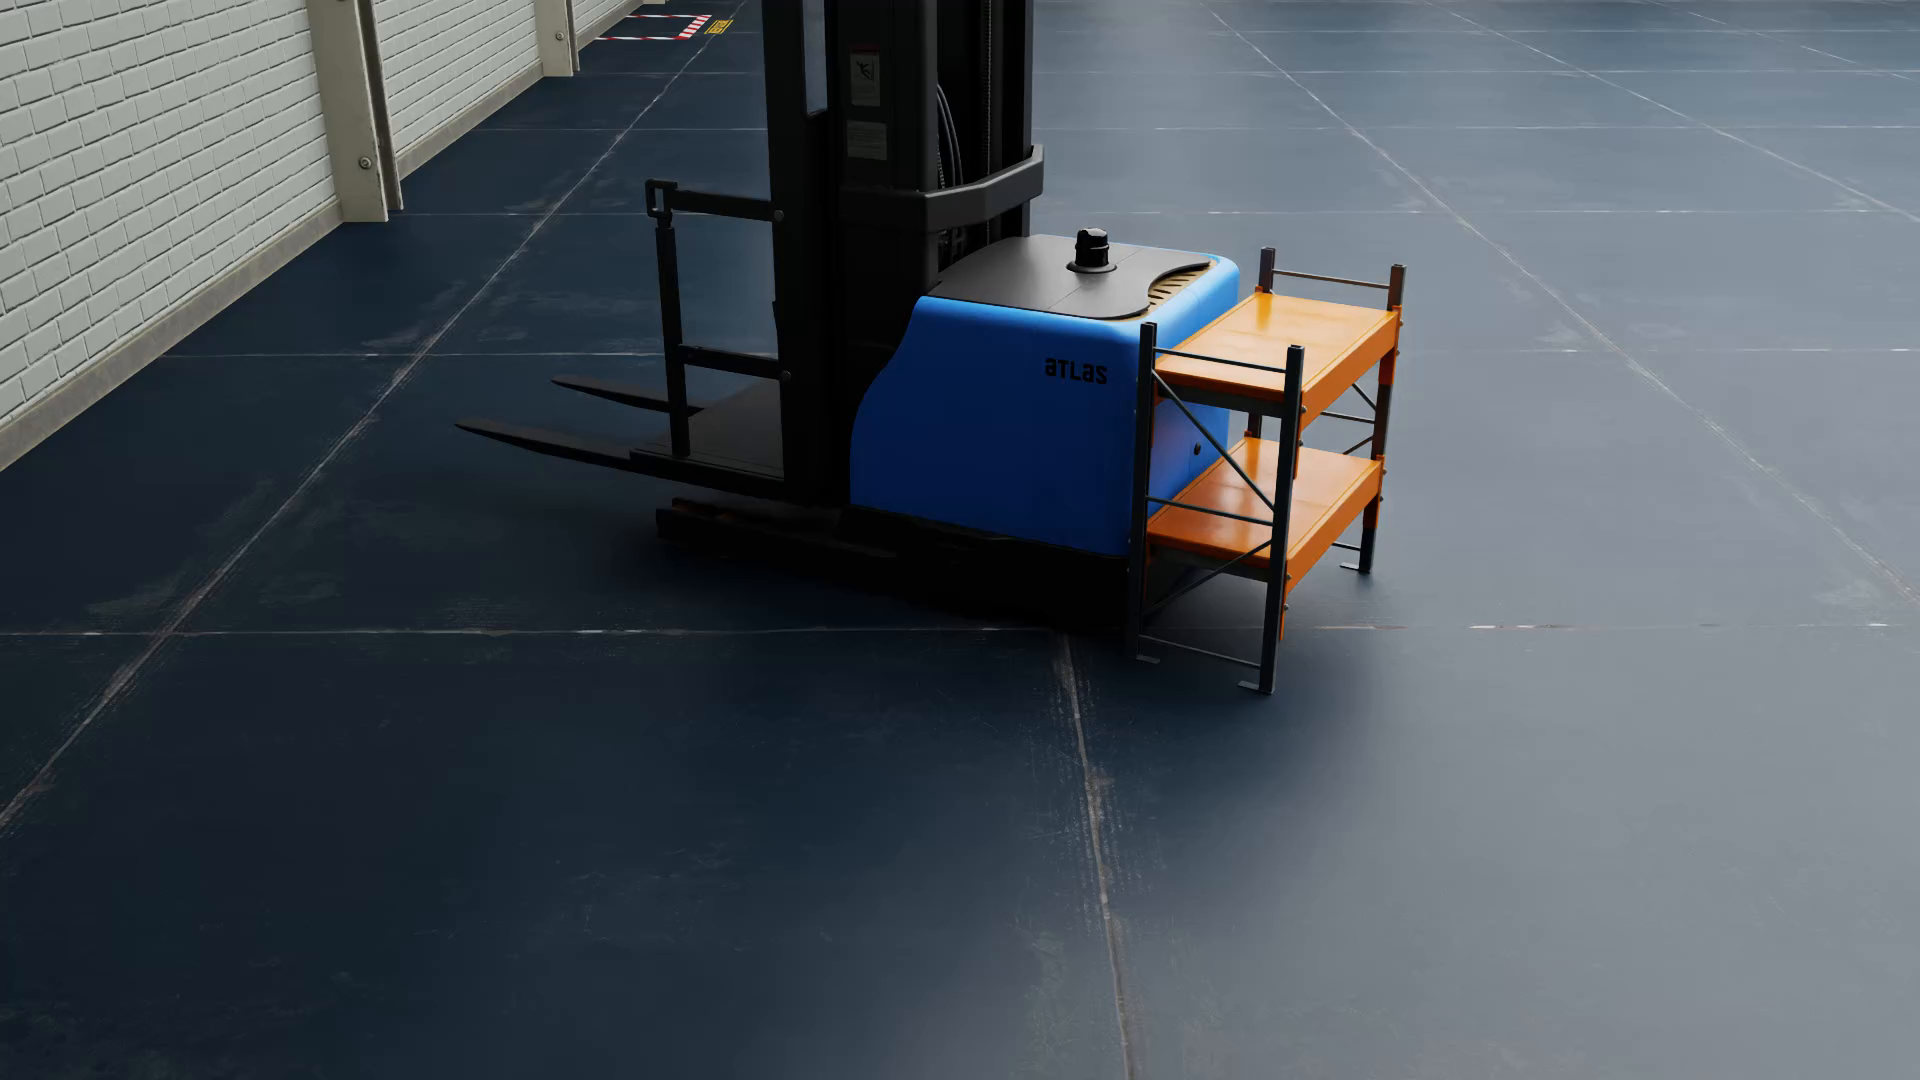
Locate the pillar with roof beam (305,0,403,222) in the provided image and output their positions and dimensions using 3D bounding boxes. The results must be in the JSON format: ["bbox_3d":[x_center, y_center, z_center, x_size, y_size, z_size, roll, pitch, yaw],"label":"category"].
[{"bbox_3d":[0.407,-6.275,9.204,9.100,9.000,0.400,0,24,-1],"label":"pillar with roof beam"}]

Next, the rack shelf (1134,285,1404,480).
[{"bbox_3d":[1.013,-0.534,5.356,0.538,0.278,1.000,13,28,27],"label":"rack shelf"}]

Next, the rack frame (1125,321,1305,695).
[{"bbox_3d":[0.760,-0.086,5.075,0.500,1.125,0.032,13,28,27],"label":"rack frame"}]

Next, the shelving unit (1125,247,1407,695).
[{"bbox_3d":[1.013,-0.268,5.477,0.538,1.125,1.048,13,28,27],"label":"shelving unit"}]

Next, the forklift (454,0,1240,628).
[{"bbox_3d":[-0.556,-1.450,5.900,3.031,2.935,1.130,12,27,24],"label":"forklift"}]

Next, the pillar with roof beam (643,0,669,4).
[{"bbox_3d":[0.276,-11.219,20.137,9.100,9.000,0.400,0,24,-1],"label":"pillar with roof beam"}]

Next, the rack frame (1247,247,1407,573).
[{"bbox_3d":[1.265,-0.450,5.879,0.500,1.125,0.032,13,28,27],"label":"rack frame"}]

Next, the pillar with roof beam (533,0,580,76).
[{"bbox_3d":[0.341,-8.747,14.670,9.100,9.000,0.400,0,24,-1],"label":"pillar with roof beam"}]

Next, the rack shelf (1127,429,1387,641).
[{"bbox_3d":[1.013,-0.045,5.578,0.538,0.278,1.000,13,28,27],"label":"rack shelf"}]
